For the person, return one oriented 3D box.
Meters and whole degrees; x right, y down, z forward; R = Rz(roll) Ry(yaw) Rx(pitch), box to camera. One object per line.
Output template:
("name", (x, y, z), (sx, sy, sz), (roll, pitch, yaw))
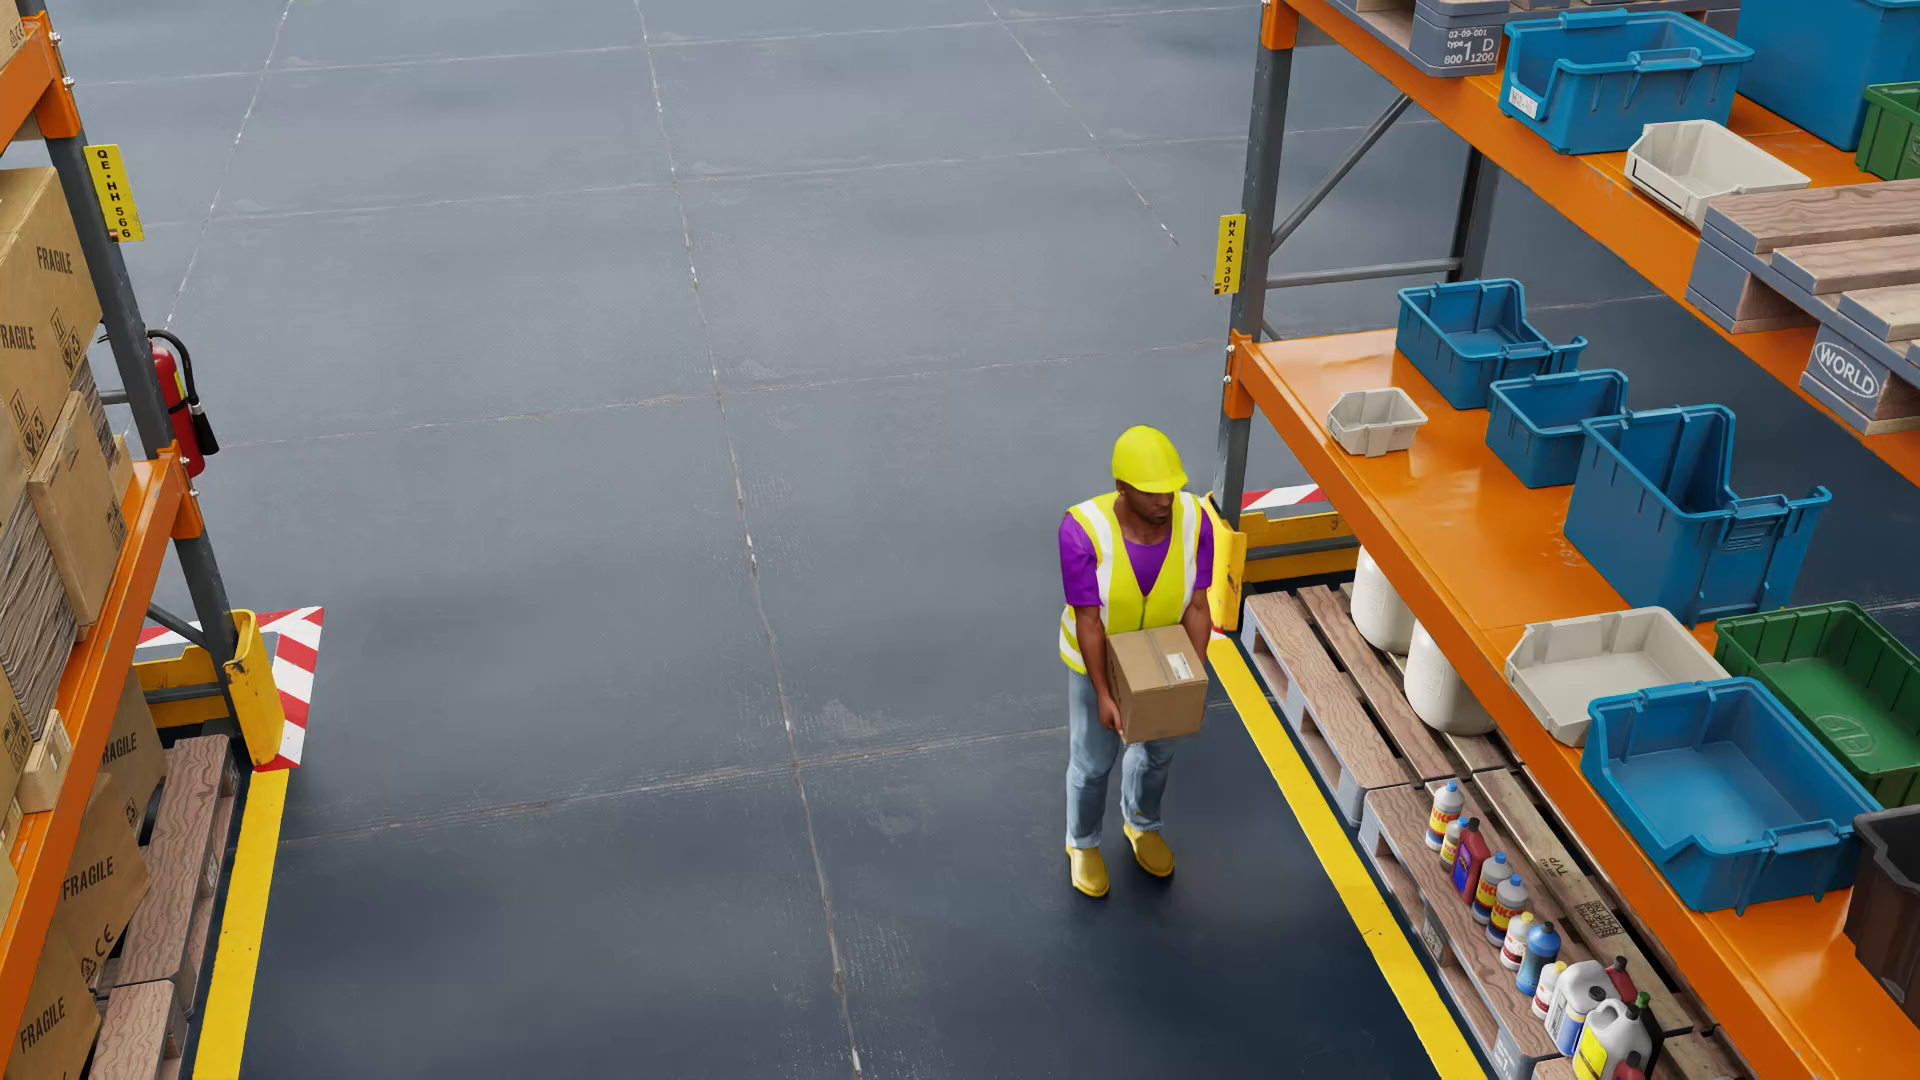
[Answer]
("person", (0.584, 0.444, 5.470), (0.505, 1.762, 0.566), (-8, 35, -11))
